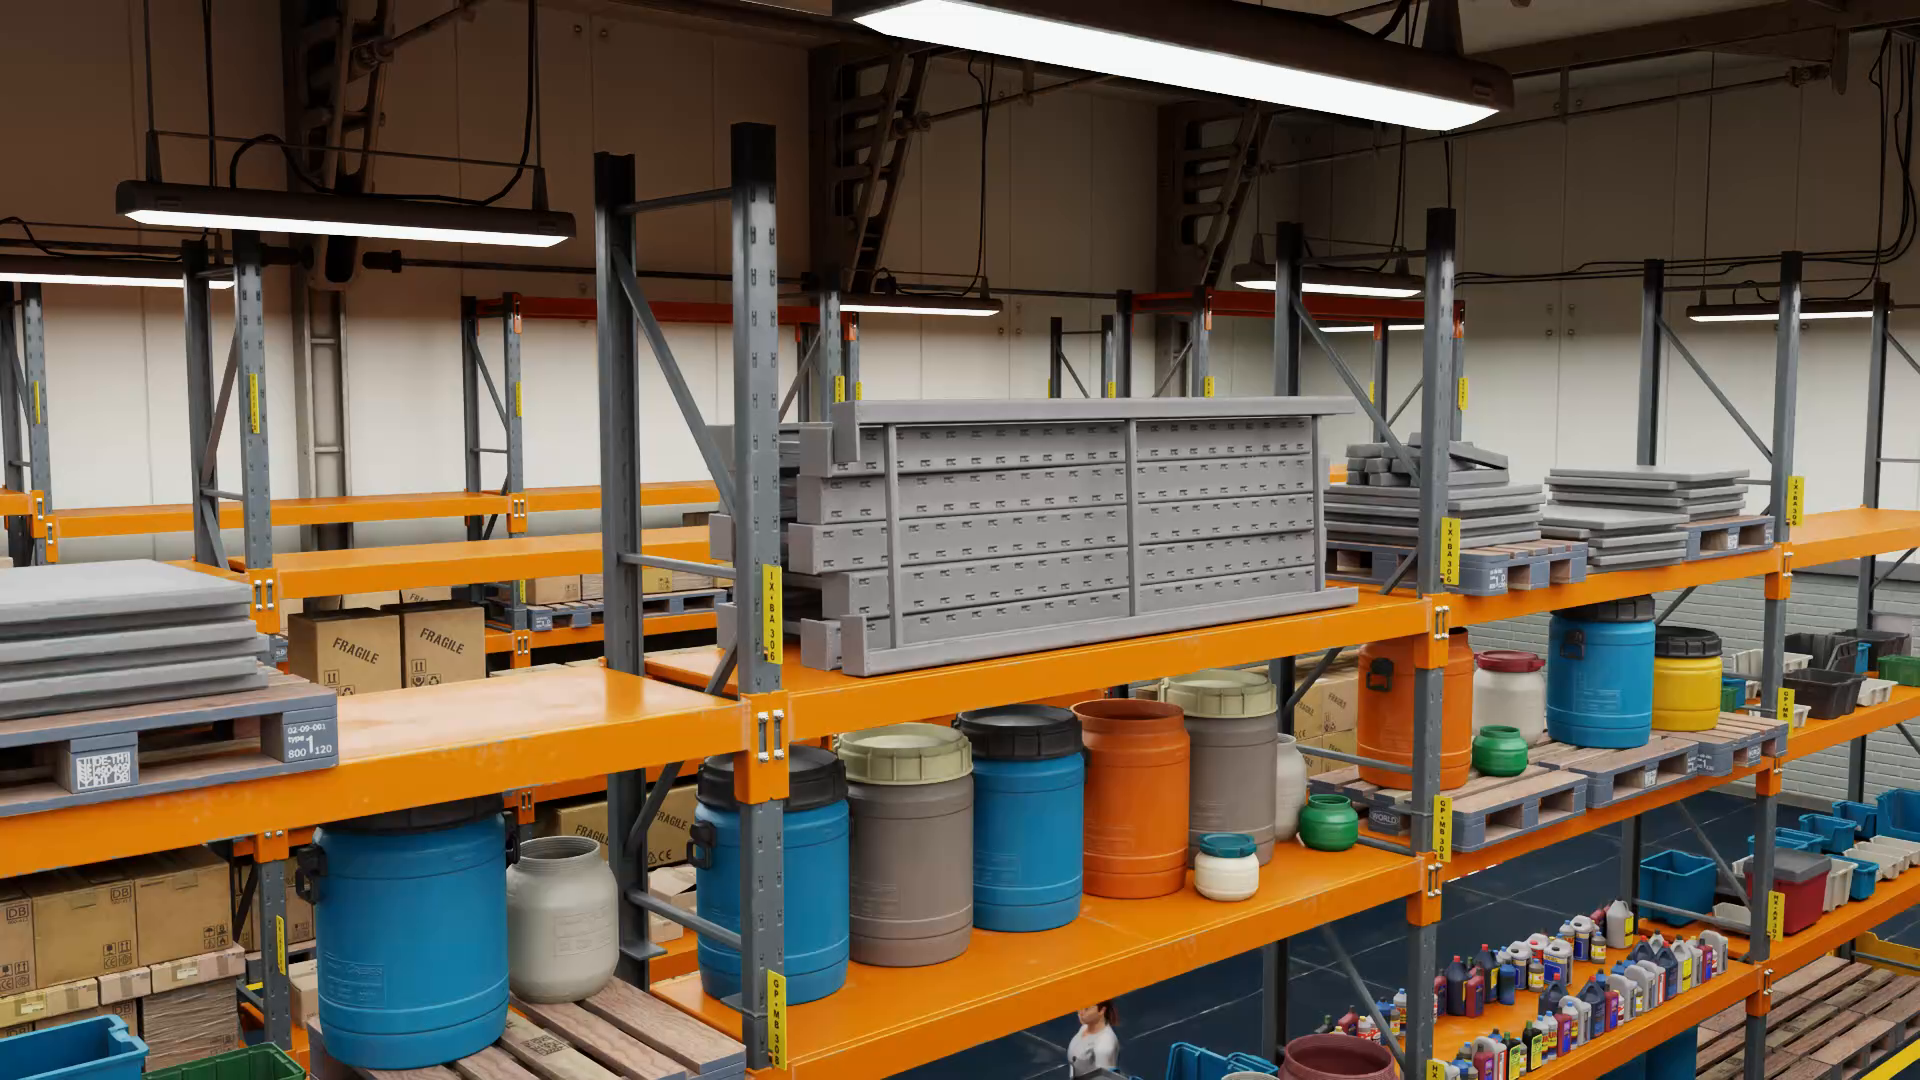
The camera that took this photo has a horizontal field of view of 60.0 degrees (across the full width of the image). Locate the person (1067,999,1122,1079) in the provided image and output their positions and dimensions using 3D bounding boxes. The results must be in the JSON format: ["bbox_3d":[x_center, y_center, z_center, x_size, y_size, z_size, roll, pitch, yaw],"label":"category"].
[{"bbox_3d":[0.834,3.408,9.887,0.445,1.688,0.574,-1,6,-12],"label":"person"}]
